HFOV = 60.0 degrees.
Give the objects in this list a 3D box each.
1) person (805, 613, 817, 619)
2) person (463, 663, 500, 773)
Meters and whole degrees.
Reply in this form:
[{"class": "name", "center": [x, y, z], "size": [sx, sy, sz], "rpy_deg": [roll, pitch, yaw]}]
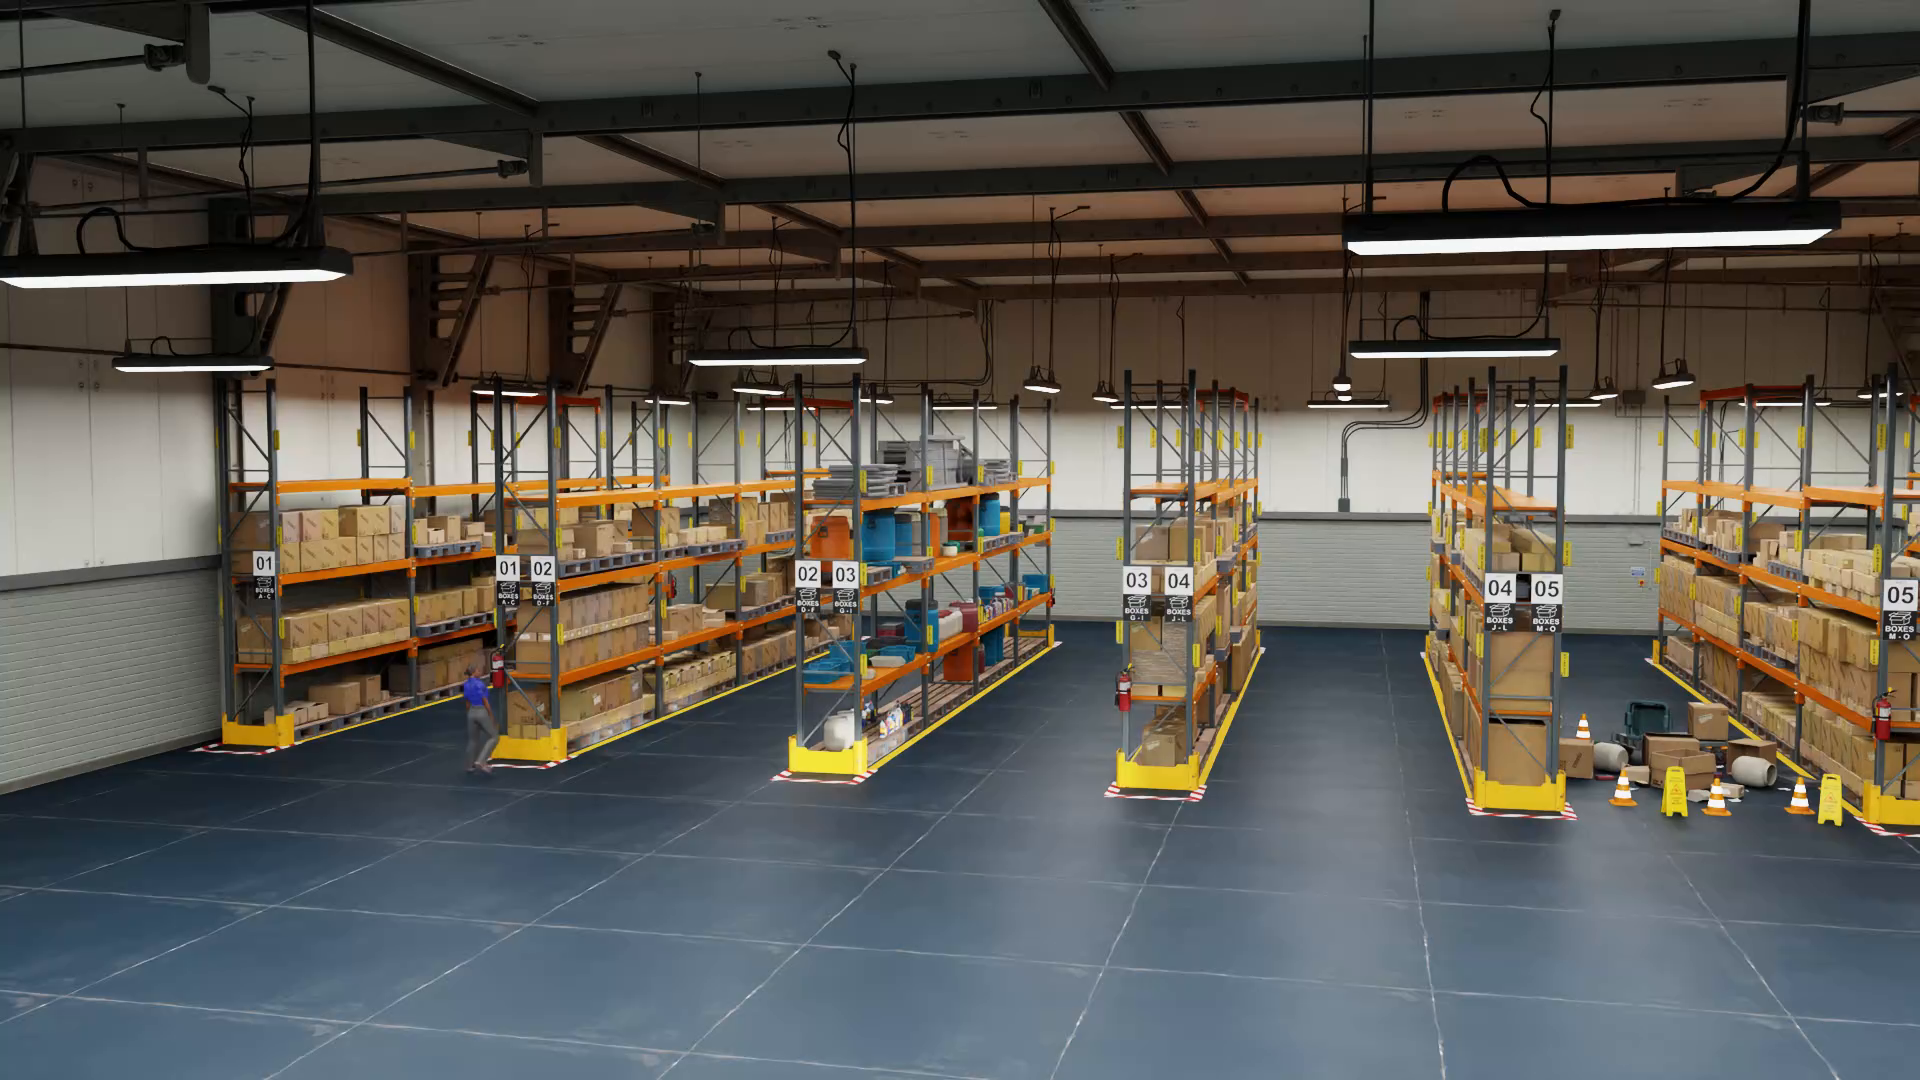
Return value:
[{"class": "person", "center": [-3.821, 1.550, 42.882], "size": [0.392, 1.821, 0.576], "rpy_deg": [3, 4, 37]}, {"class": "person", "center": [-7.244, 2.671, 24.964], "size": [0.597, 1.659, 0.405], "rpy_deg": [2, 4, 26]}]
